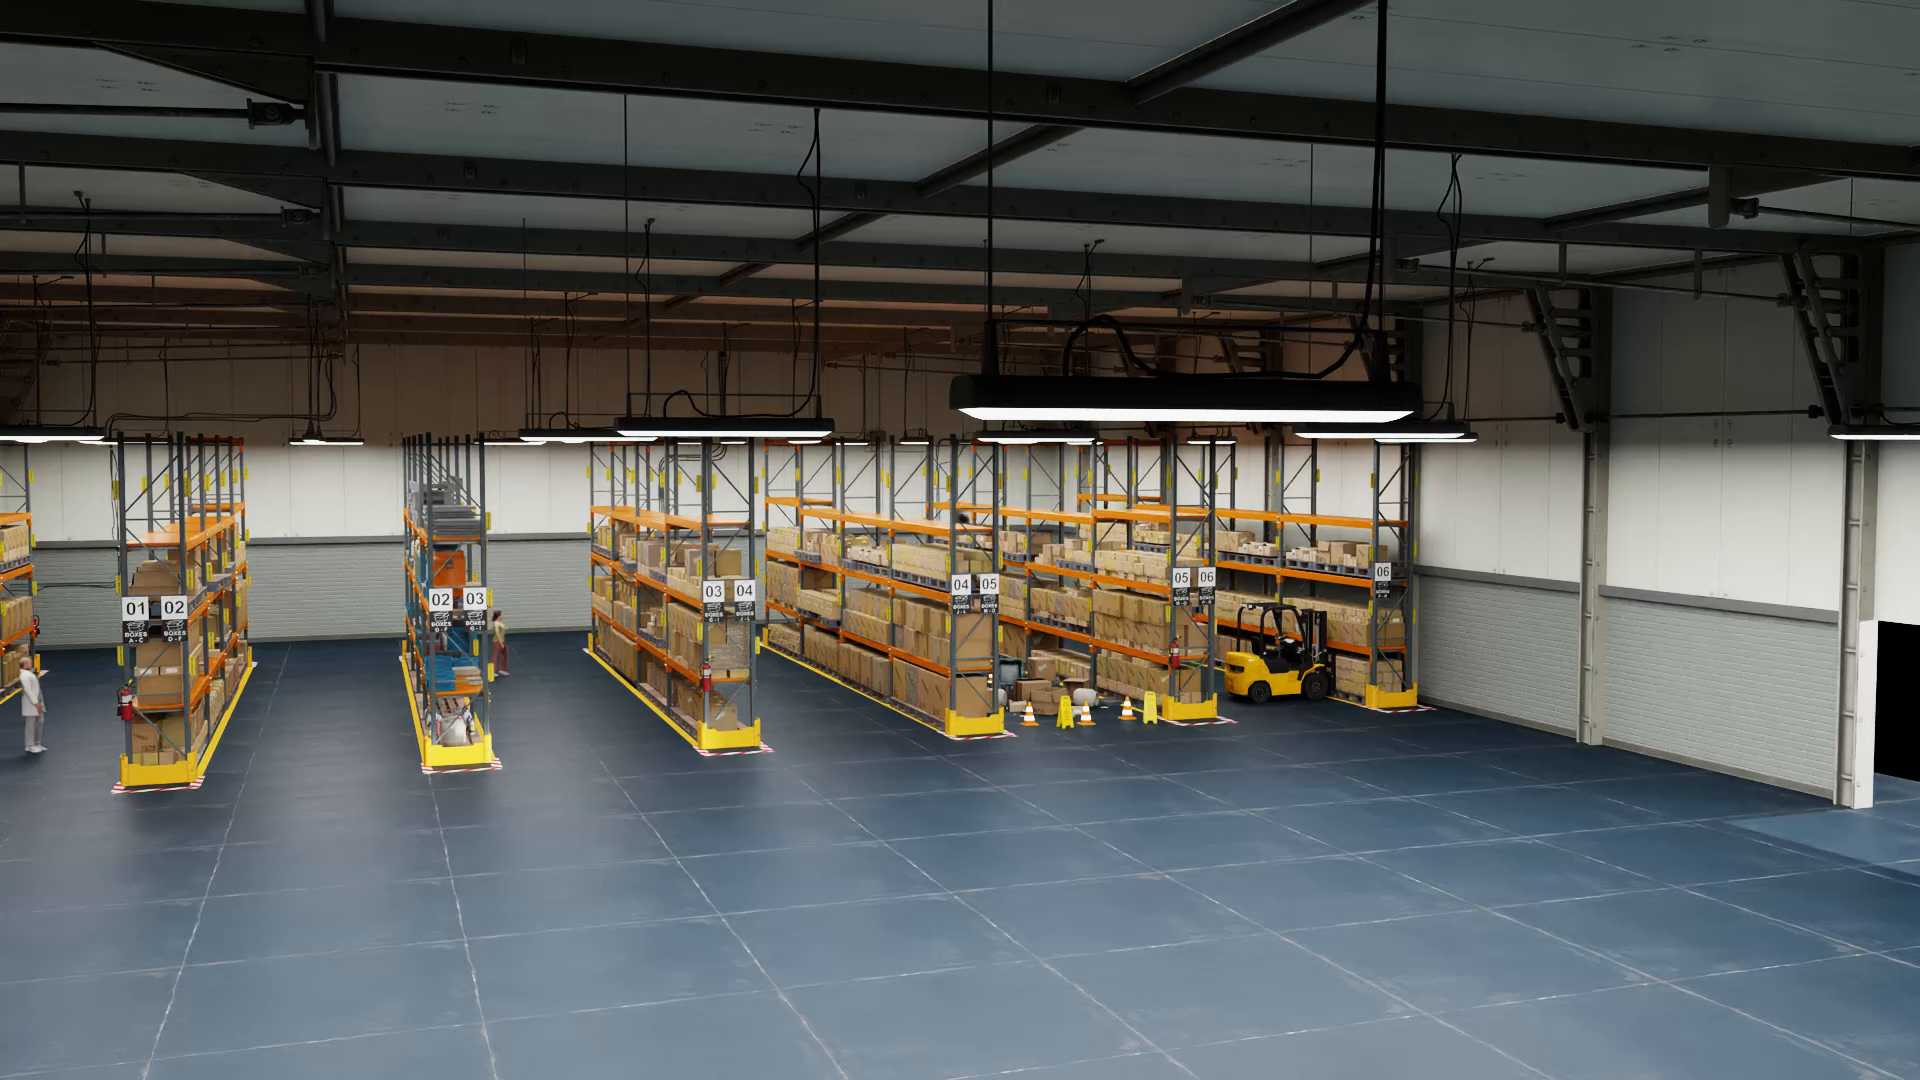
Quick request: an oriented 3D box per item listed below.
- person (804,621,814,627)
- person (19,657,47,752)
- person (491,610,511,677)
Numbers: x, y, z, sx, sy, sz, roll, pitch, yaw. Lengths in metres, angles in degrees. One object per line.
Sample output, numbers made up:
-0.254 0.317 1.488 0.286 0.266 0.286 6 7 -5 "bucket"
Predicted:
-4.548 2.046 49.639 0.517 1.735 0.345 0 3 5 "person"
-17.480 3.117 31.371 0.557 1.832 0.667 0 3 -3 "person"
-11.565 2.600 41.740 0.449 1.698 0.614 0 3 2 "person"
